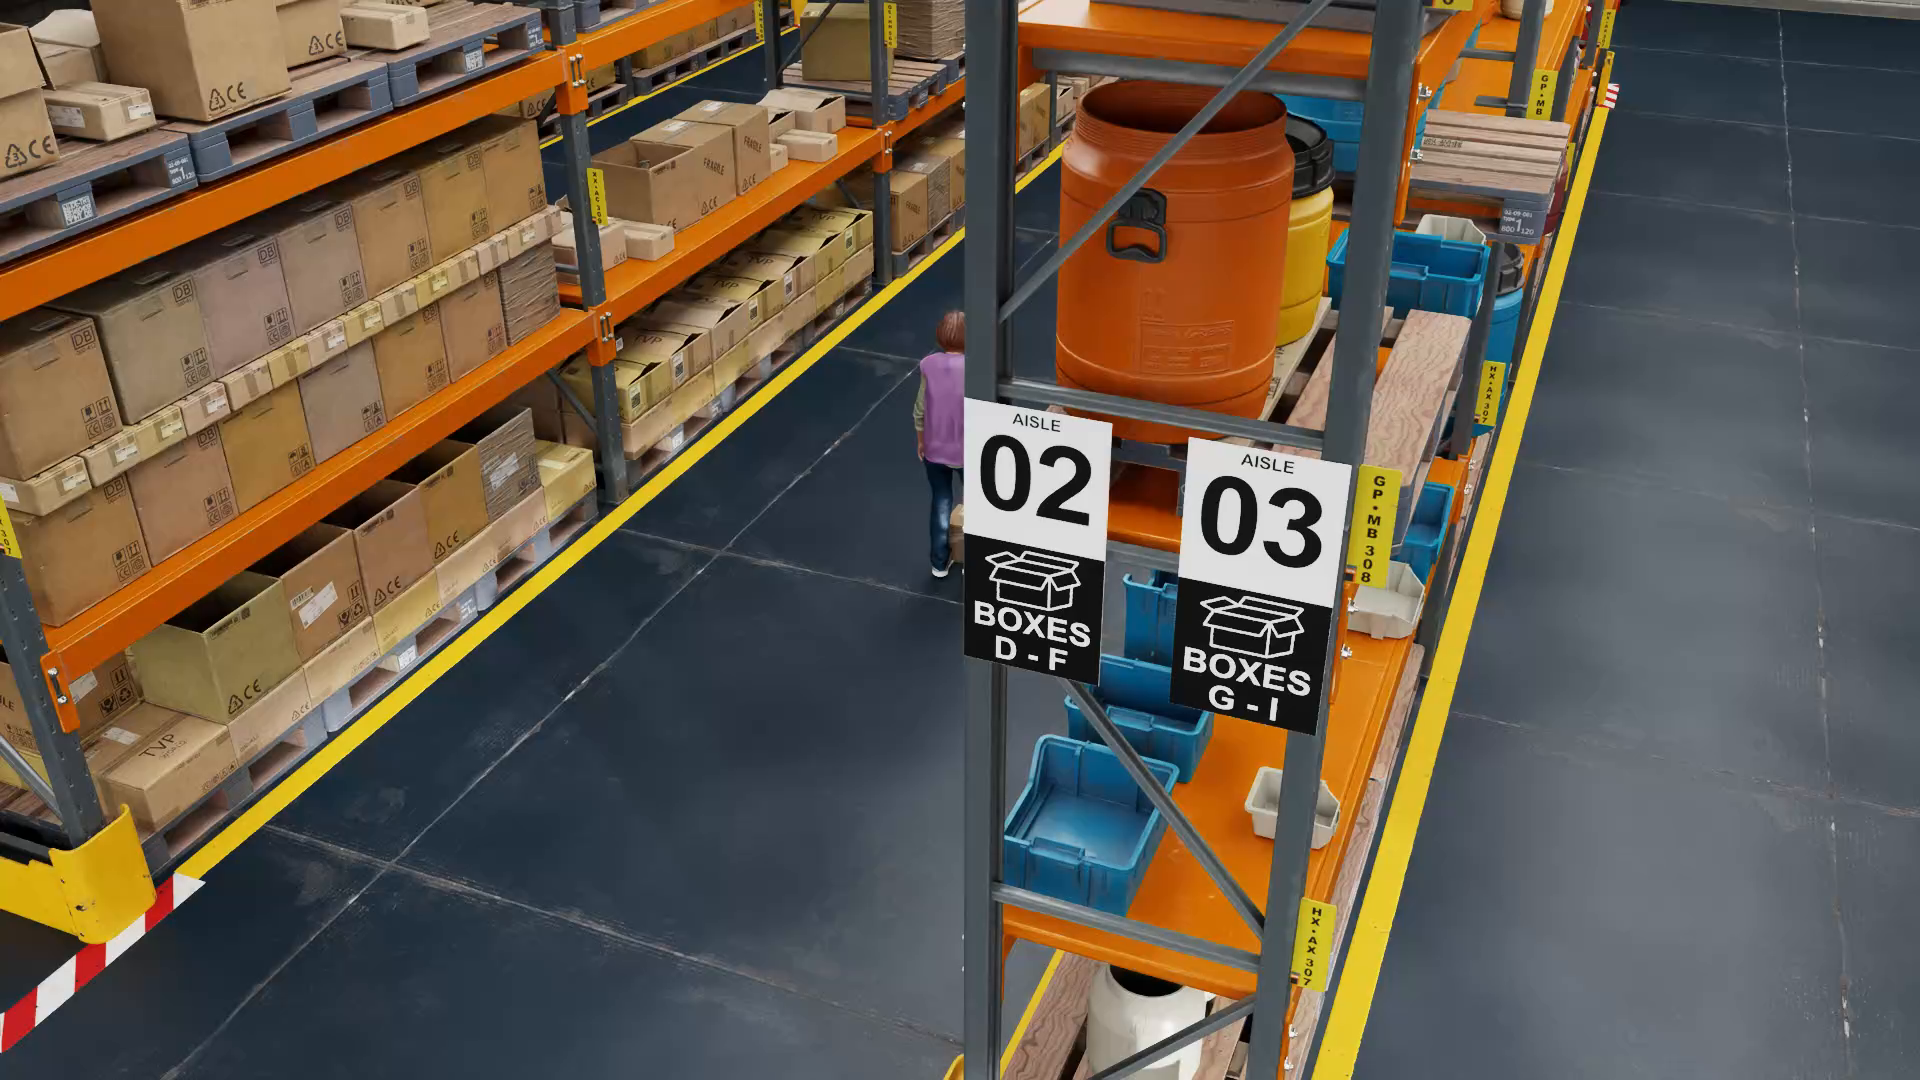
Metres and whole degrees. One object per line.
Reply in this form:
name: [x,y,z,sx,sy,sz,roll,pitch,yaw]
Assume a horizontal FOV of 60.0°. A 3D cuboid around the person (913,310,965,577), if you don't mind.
person: [-0.020,-0.497,9.257,0.482,1.591,0.347,10,31,16]
